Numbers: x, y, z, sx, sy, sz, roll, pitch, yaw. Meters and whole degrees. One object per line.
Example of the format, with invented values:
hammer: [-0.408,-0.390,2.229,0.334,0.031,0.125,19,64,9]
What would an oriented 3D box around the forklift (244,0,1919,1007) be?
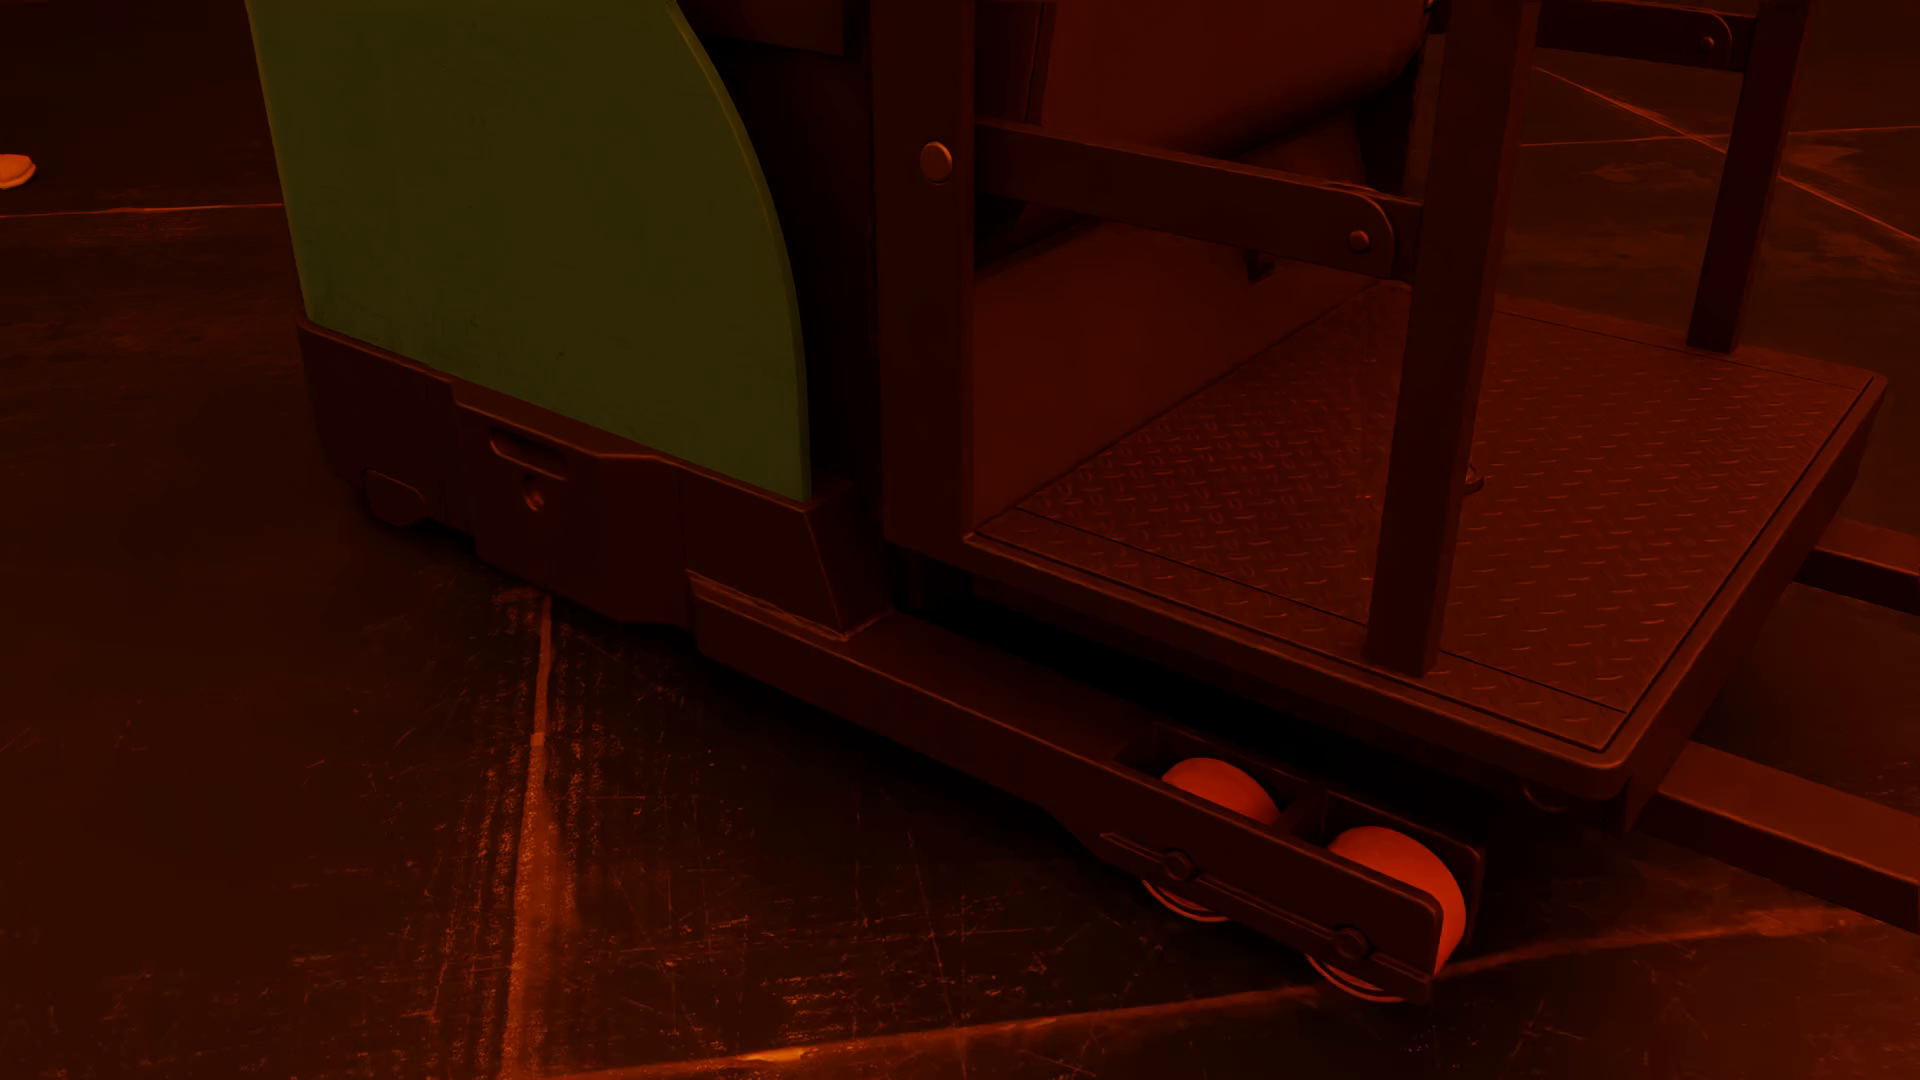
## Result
forklift: [0.489,-1.123,1.490,3.031,2.935,1.130,20,34,32]

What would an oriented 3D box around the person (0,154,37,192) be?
person: [-2.594,-1.661,3.741,0.632,1.775,0.411,13,31,23]
